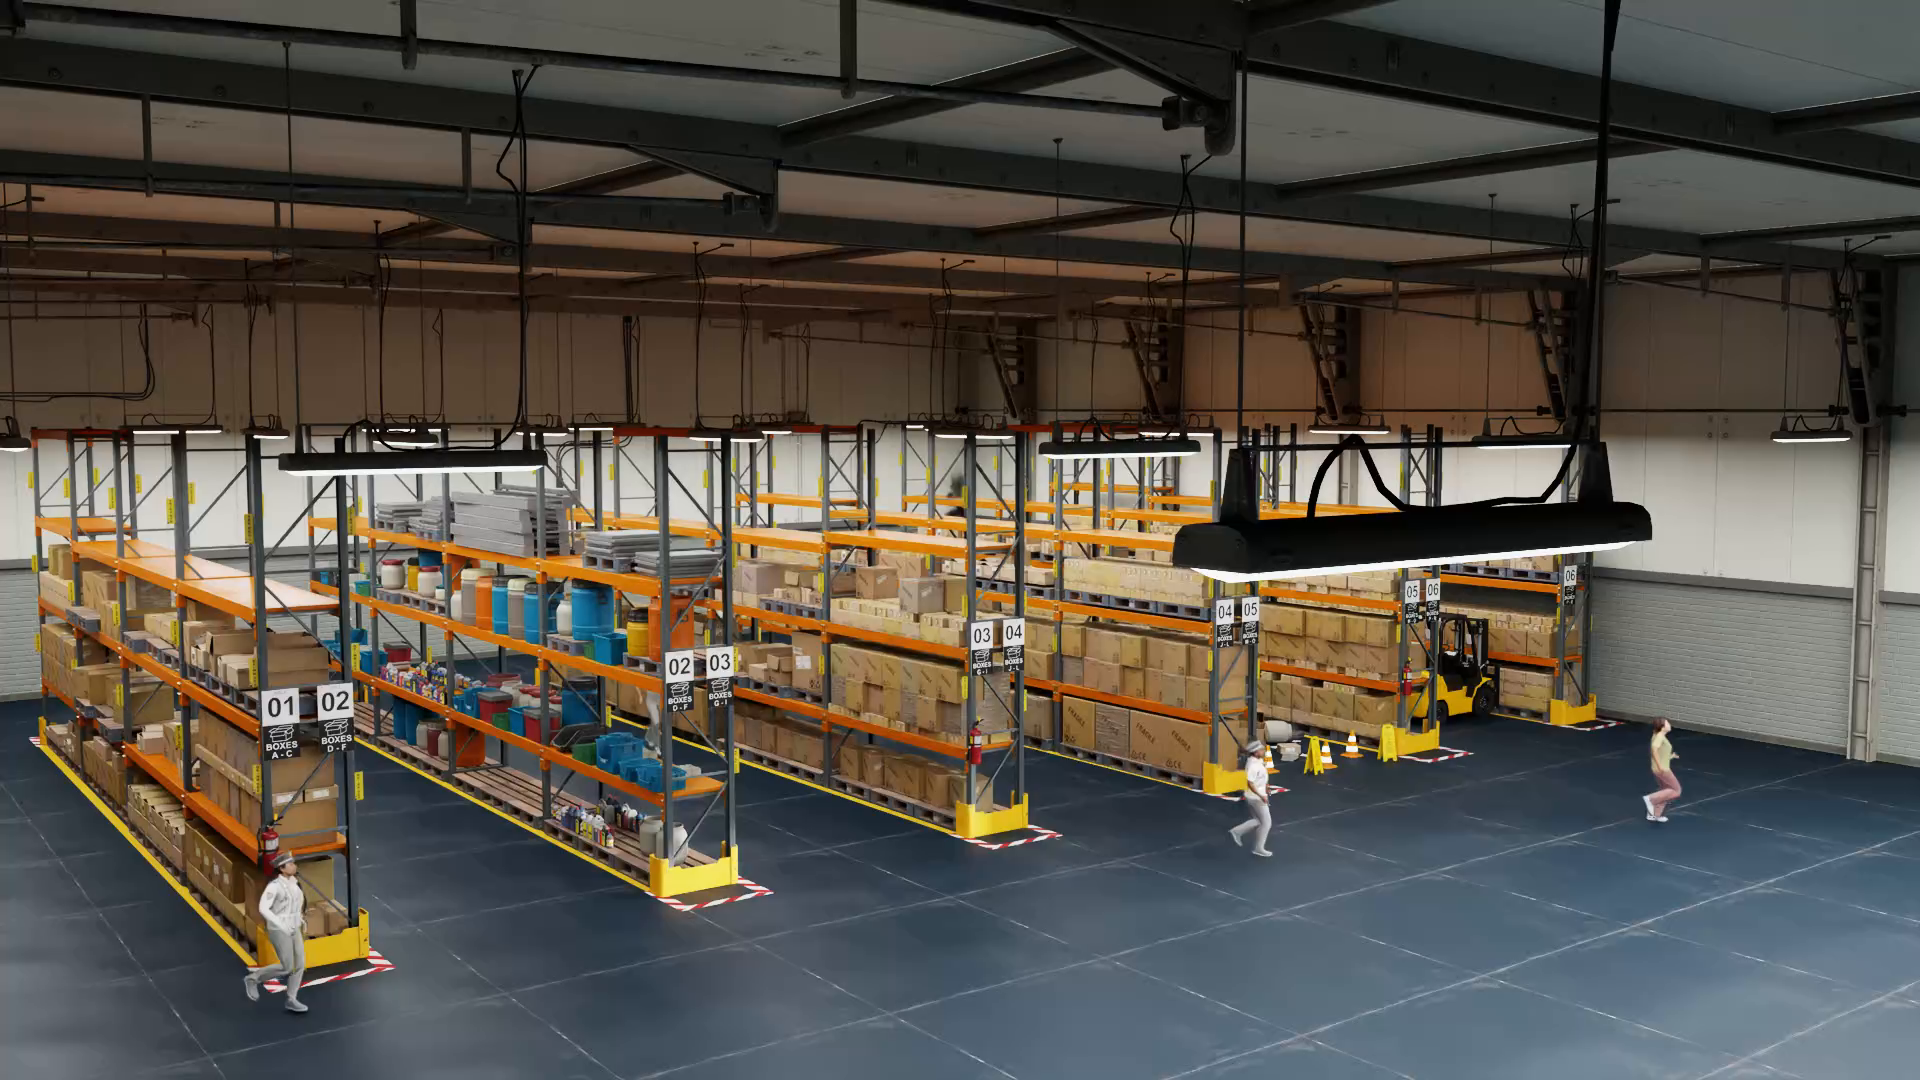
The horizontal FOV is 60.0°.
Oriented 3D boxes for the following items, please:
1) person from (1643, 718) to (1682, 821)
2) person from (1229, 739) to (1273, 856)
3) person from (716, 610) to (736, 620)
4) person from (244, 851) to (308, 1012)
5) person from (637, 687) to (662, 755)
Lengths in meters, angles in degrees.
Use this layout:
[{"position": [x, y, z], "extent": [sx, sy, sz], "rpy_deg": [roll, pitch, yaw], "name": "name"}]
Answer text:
[{"position": [10.768, 3.520, 25.512], "extent": [0.543, 1.605, 0.582], "rpy_deg": [1, 5, 12], "name": "person"}, {"position": [4.154, 3.654, 23.627], "extent": [0.591, 1.683, 0.576], "rpy_deg": [0, 4, 4], "name": "person"}, {"position": [-5.826, 2.202, 41.122], "extent": [0.711, 1.778, 0.822], "rpy_deg": [3, 5, 30], "name": "person"}, {"position": [-7.176, 4.124, 17.681], "extent": [0.708, 1.632, 0.669], "rpy_deg": [1, 5, 8], "name": "person"}, {"position": [-5.655, 3.072, 30.756], "extent": [0.529, 1.715, 0.856], "rpy_deg": [-4, 6, -38], "name": "person"}]
